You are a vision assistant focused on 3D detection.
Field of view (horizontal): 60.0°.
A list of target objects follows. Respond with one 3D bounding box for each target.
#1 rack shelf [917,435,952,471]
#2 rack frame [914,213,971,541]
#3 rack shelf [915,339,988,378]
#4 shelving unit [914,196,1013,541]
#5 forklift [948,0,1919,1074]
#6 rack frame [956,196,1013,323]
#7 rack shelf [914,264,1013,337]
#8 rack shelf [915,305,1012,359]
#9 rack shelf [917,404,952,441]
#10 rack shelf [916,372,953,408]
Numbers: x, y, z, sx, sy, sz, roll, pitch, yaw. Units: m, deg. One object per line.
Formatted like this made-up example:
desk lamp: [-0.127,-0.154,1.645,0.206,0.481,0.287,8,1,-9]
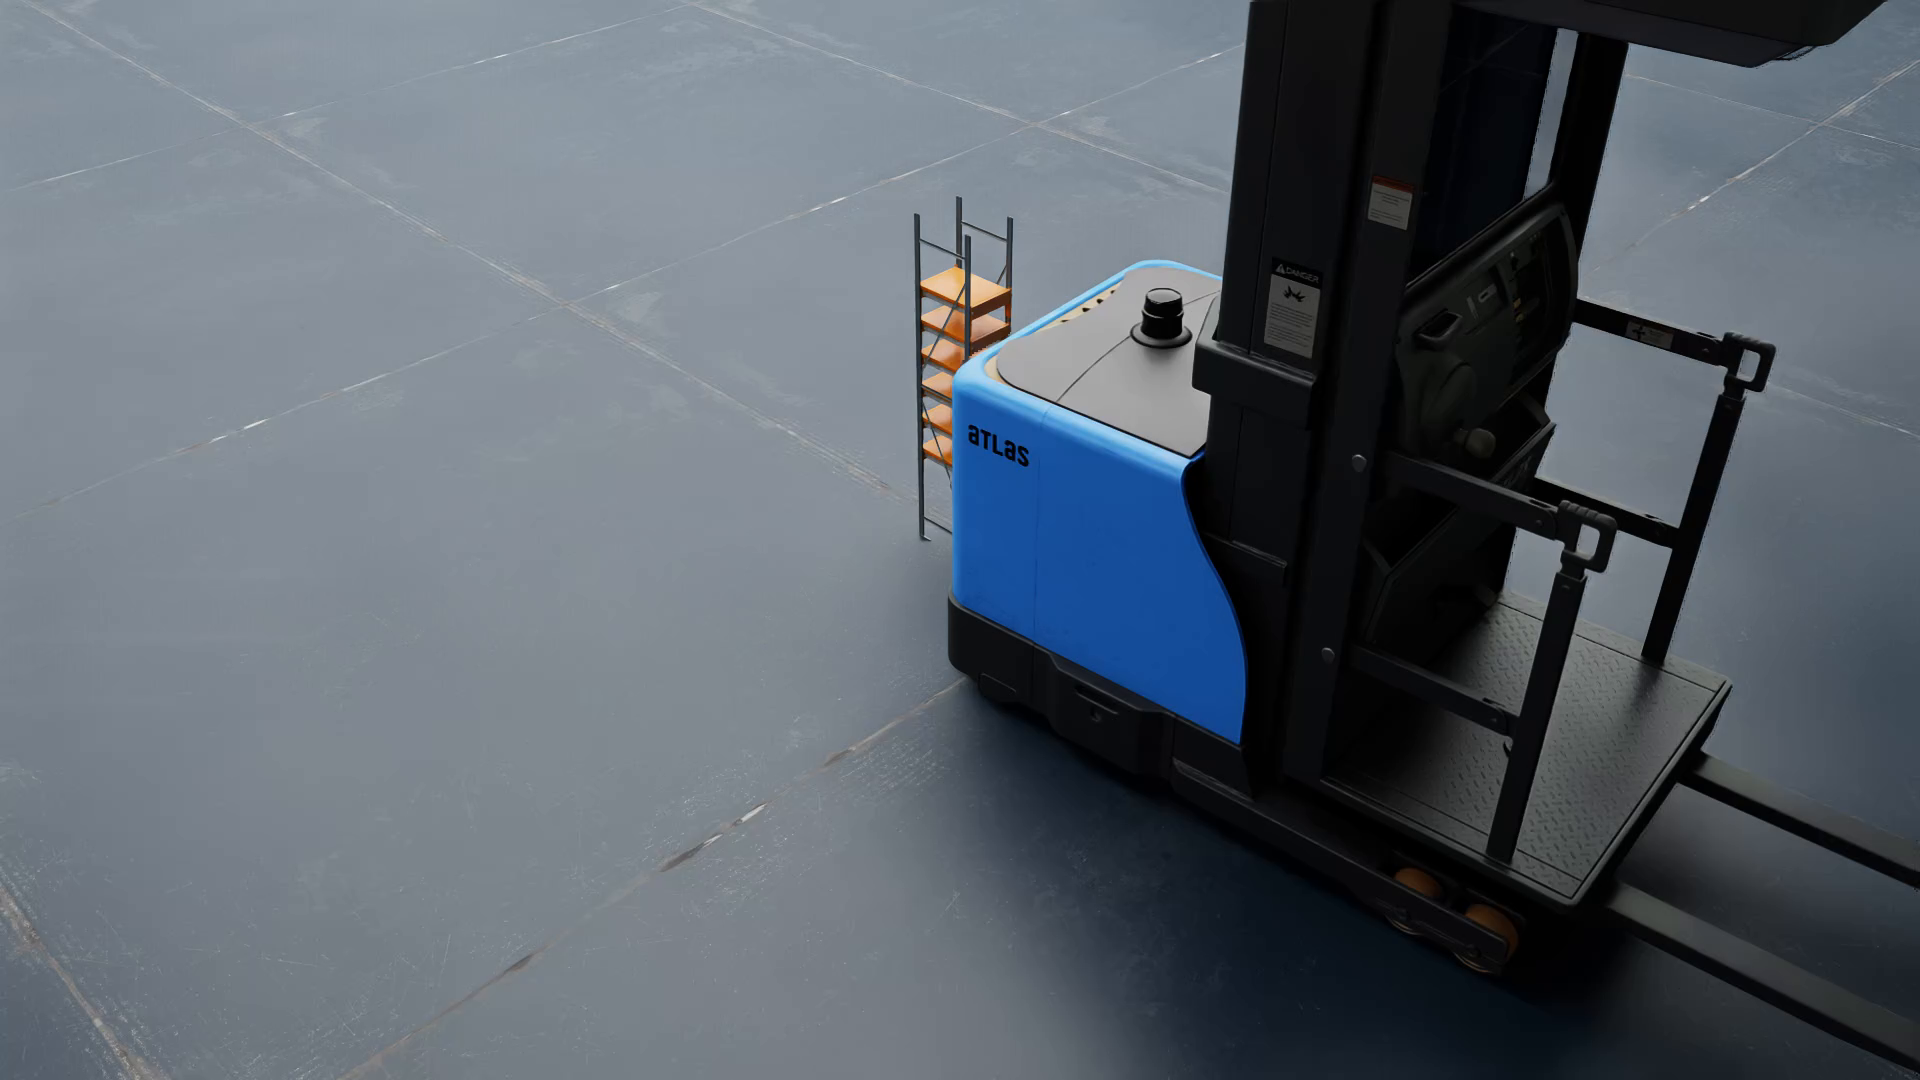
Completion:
rack shelf: [0.010,-0.265,5.578,0.258,0.103,0.180,30,45,35]
rack frame: [-0.054,-0.461,5.362,0.240,1.200,0.006,30,45,35]
rack shelf: [0.010,-0.560,5.372,0.258,0.103,0.180,30,45,35]
shelving unit: [0.010,-0.498,5.415,0.258,1.200,0.189,30,45,35]
forklift: [1.418,-0.459,3.847,3.031,2.935,1.130,25,42,32]
rack frame: [0.075,-0.535,5.468,0.240,1.200,0.006,30,45,35]
rack shelf: [0.010,-0.757,5.235,0.258,0.103,0.180,30,45,35]
rack shelf: [0.010,-0.658,5.303,0.258,0.103,0.180,30,45,35]
rack shelf: [0.010,-0.363,5.509,0.258,0.103,0.180,30,45,35]
rack shelf: [0.010,-0.462,5.441,0.258,0.103,0.180,30,45,35]
